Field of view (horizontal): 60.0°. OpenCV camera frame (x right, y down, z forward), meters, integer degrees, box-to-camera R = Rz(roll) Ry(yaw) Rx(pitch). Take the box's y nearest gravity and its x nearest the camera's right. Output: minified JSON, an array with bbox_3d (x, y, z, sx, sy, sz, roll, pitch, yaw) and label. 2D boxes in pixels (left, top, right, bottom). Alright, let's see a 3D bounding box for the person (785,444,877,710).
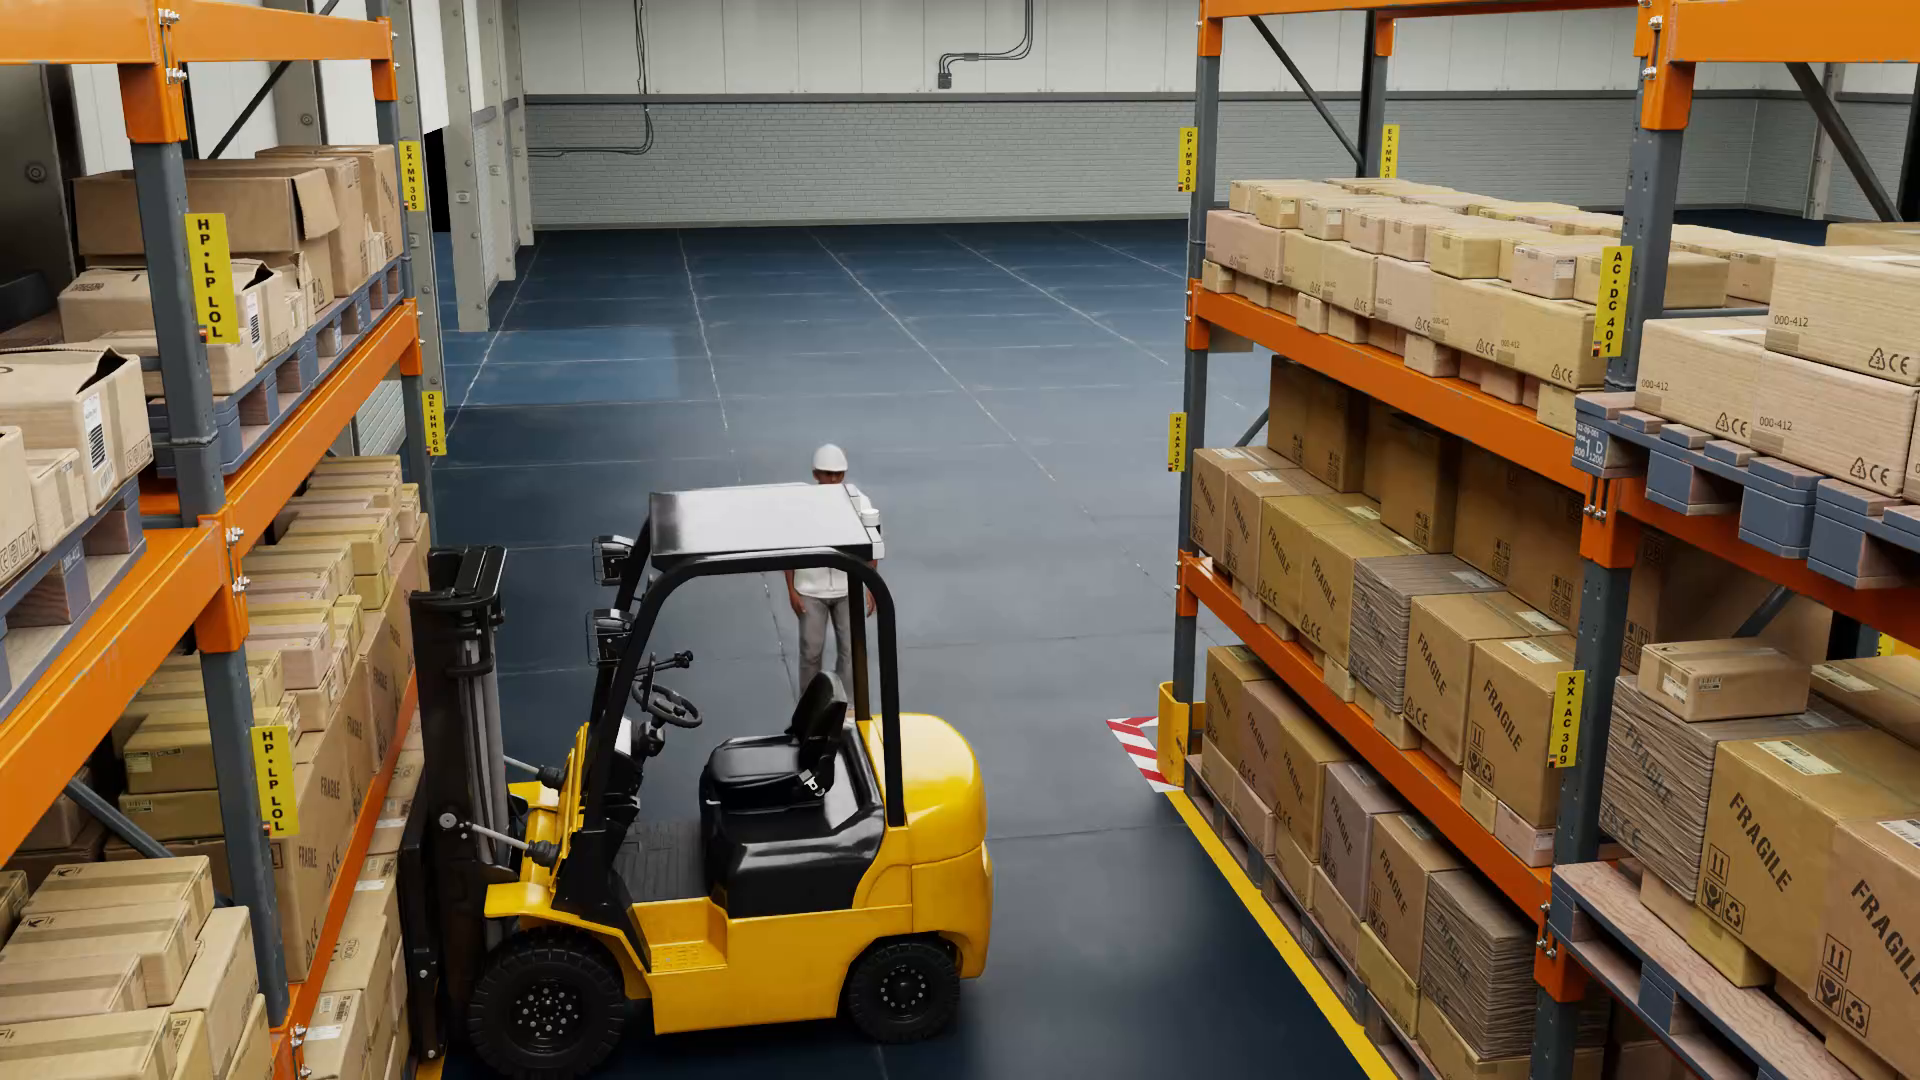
[{"bbox_3d":[-0.772,0.299,9.983,0.563,1.767,0.351,-3,16,-9],"label":"person"}]
